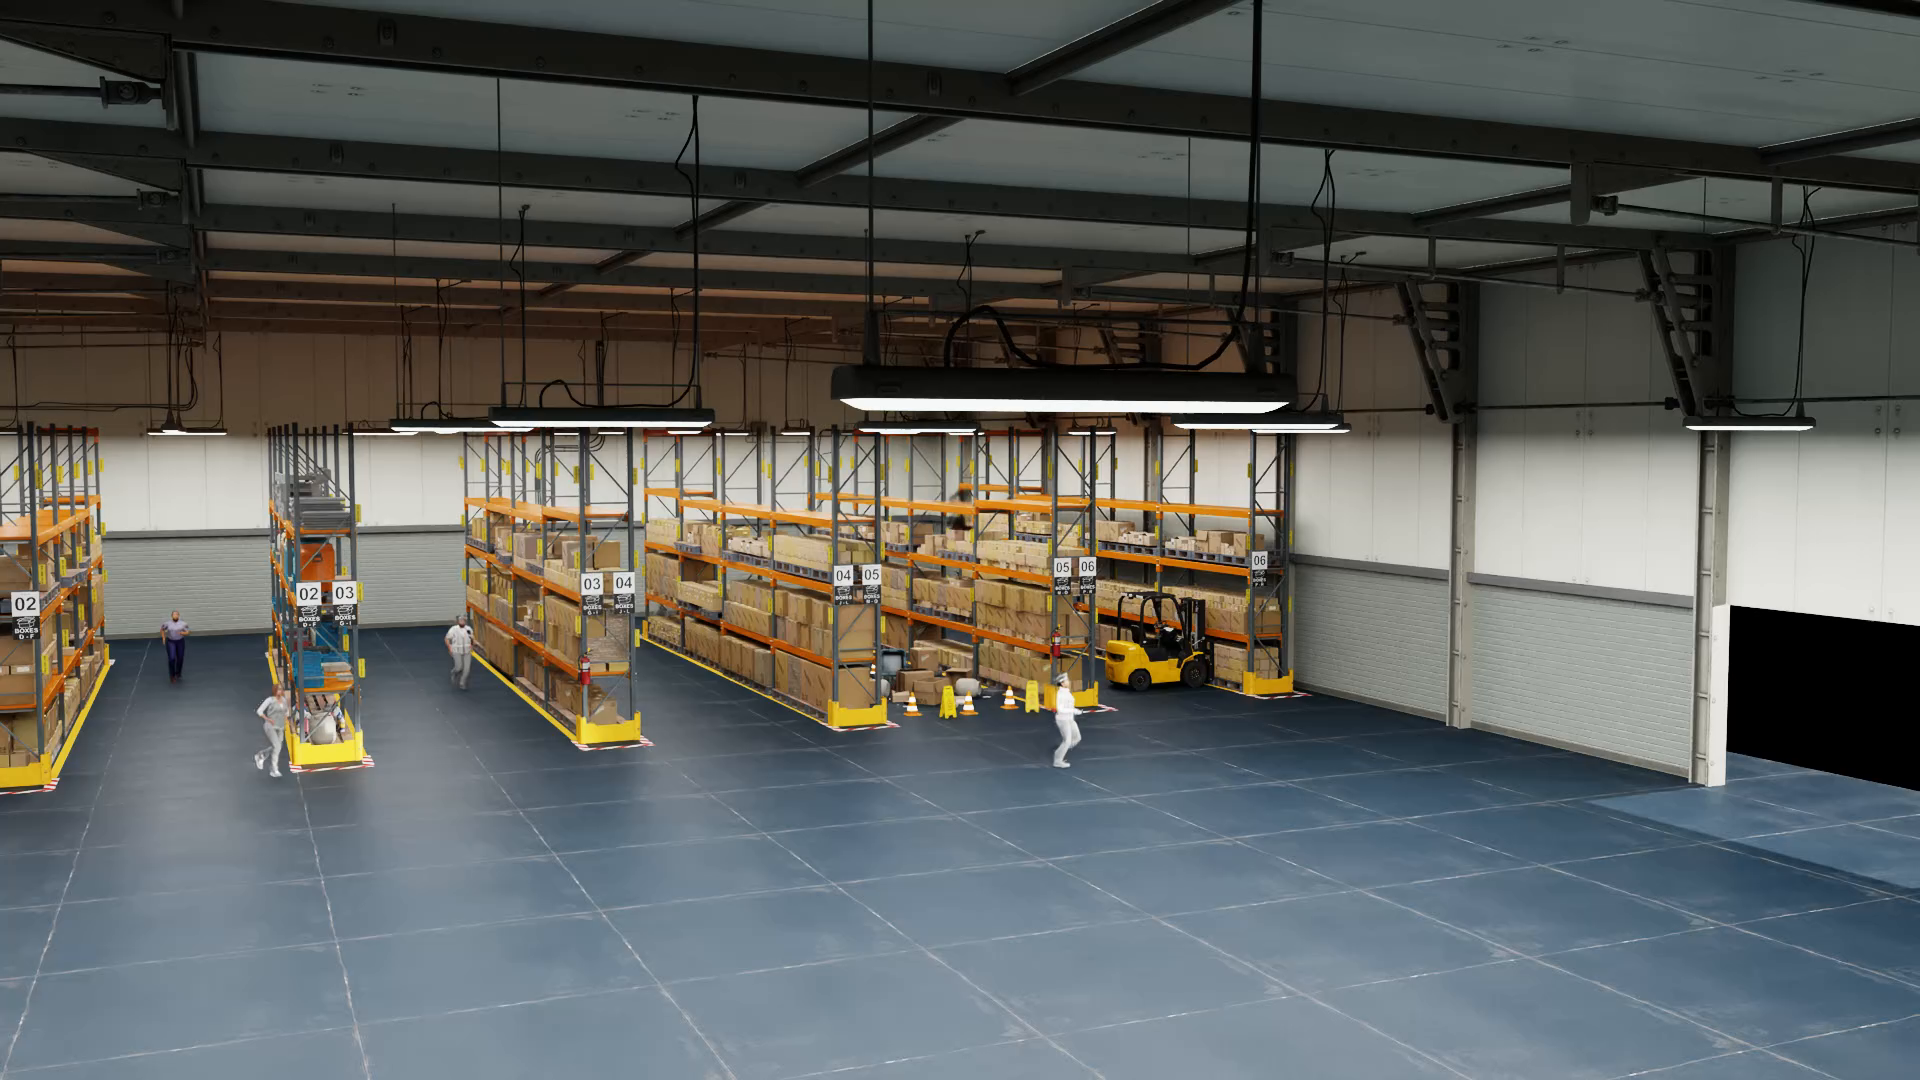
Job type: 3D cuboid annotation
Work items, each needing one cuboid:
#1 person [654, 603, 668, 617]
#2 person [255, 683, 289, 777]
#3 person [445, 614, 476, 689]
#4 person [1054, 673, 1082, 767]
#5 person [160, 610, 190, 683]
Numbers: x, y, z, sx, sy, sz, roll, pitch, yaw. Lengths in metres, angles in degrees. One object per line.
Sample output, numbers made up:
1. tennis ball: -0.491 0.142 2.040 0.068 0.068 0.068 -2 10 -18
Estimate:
1. person: -8.850 1.919 49.313 1.029 1.553 0.667 0 4 7
2. person: -11.733 3.231 28.405 0.663 1.568 0.580 2 4 29
3. person: -11.376 2.543 37.966 0.667 1.736 0.598 -2 4 -32
4. person: 1.883 3.120 28.873 0.546 1.655 0.603 1 4 18
5. person: -18.486 2.509 39.202 0.580 1.710 0.751 -2 4 -35
